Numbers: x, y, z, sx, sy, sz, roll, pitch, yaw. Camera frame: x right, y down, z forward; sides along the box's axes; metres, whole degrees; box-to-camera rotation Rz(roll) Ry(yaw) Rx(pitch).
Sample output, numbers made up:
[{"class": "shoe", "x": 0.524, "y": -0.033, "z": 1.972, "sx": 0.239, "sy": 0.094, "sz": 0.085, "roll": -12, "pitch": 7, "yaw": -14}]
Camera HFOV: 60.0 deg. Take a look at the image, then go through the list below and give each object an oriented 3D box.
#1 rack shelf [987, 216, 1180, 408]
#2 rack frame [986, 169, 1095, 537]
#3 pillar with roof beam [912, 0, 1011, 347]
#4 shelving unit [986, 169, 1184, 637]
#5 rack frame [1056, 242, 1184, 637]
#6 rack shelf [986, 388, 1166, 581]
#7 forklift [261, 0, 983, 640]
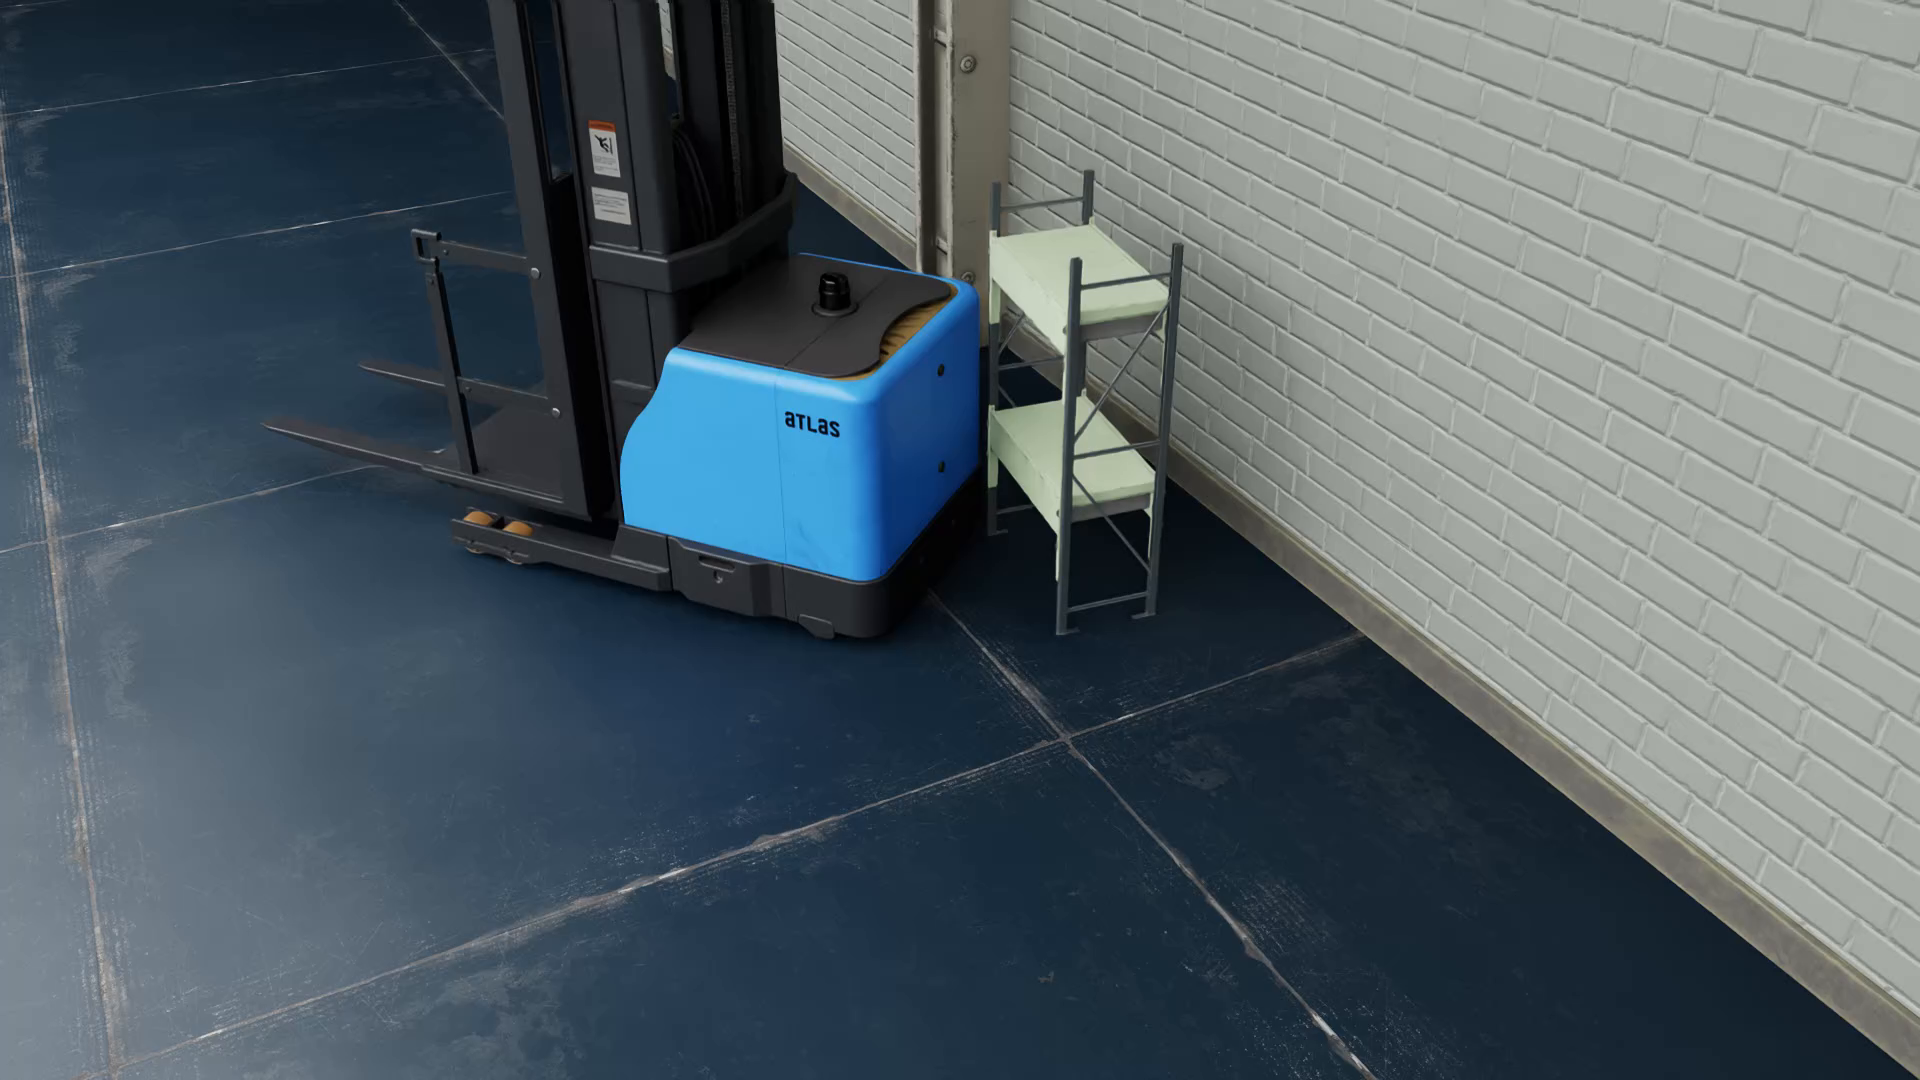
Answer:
[{"class": "rack shelf", "x": 0.424, "y": -0.828, "z": 5.929, "sx": 0.431, "sy": 0.370, "sz": 0.720, "roll": -11, "pitch": 34, "yaw": -17}, {"class": "rack frame", "x": 0.300, "y": -0.685, "z": 6.429, "sx": 0.400, "sy": 1.500, "sz": 0.023, "roll": -11, "pitch": 34, "yaw": -17}, {"class": "pillar with roof beam", "x": -3.802, "y": -3.757, "z": 4.272, "sx": 9.100, "sy": 9.000, "sz": 0.400, "roll": -16, "pitch": 36, "yaw": -23}, {"class": "shelving unit", "x": 0.424, "y": -0.499, "z": 6.139, "sx": 0.431, "sy": 1.500, "sz": 0.755, "roll": -11, "pitch": 34, "yaw": -17}, {"class": "rack frame", "x": 0.549, "y": -0.314, "z": 5.849, "sx": 0.400, "sy": 1.500, "sz": 0.023, "roll": -11, "pitch": 34, "yaw": -17}, {"class": "rack shelf", "x": 0.424, "y": -0.225, "z": 6.315, "sx": 0.431, "sy": 0.370, "sz": 0.720, "roll": -11, "pitch": 34, "yaw": -17}, {"class": "forklift", "x": -1.474, "y": -1.383, "z": 6.192, "sx": 3.031, "sy": 2.935, "sz": 1.130, "roll": 13, "pitch": 35, "yaw": 20}]
